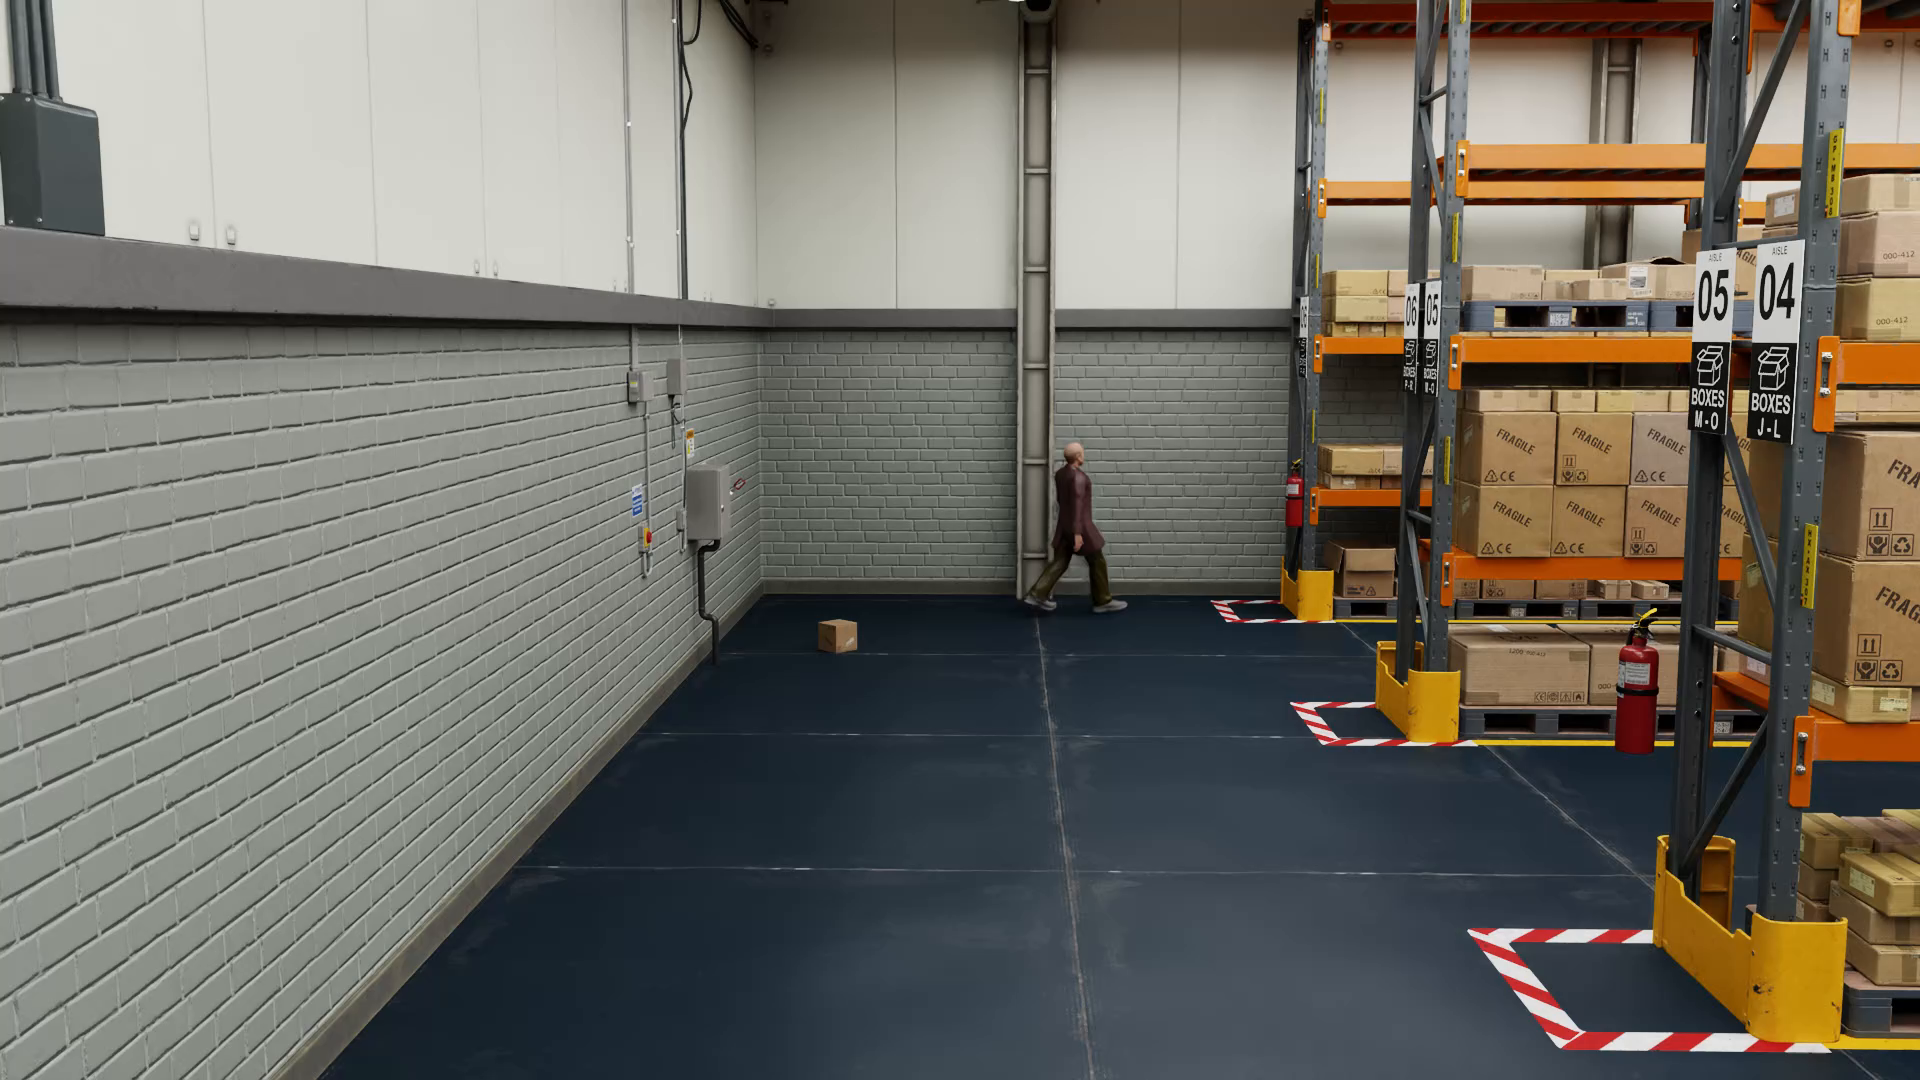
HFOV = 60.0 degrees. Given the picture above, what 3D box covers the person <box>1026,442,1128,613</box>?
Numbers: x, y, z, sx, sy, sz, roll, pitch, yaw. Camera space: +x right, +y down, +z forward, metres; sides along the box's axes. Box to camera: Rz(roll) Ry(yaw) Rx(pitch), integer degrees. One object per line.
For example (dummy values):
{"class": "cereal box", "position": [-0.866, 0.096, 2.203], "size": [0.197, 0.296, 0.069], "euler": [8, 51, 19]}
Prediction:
{"class": "person", "position": [1.166, -0.123, 16.784], "size": [1.087, 1.733, 0.616], "euler": [-4, 8, -28]}
